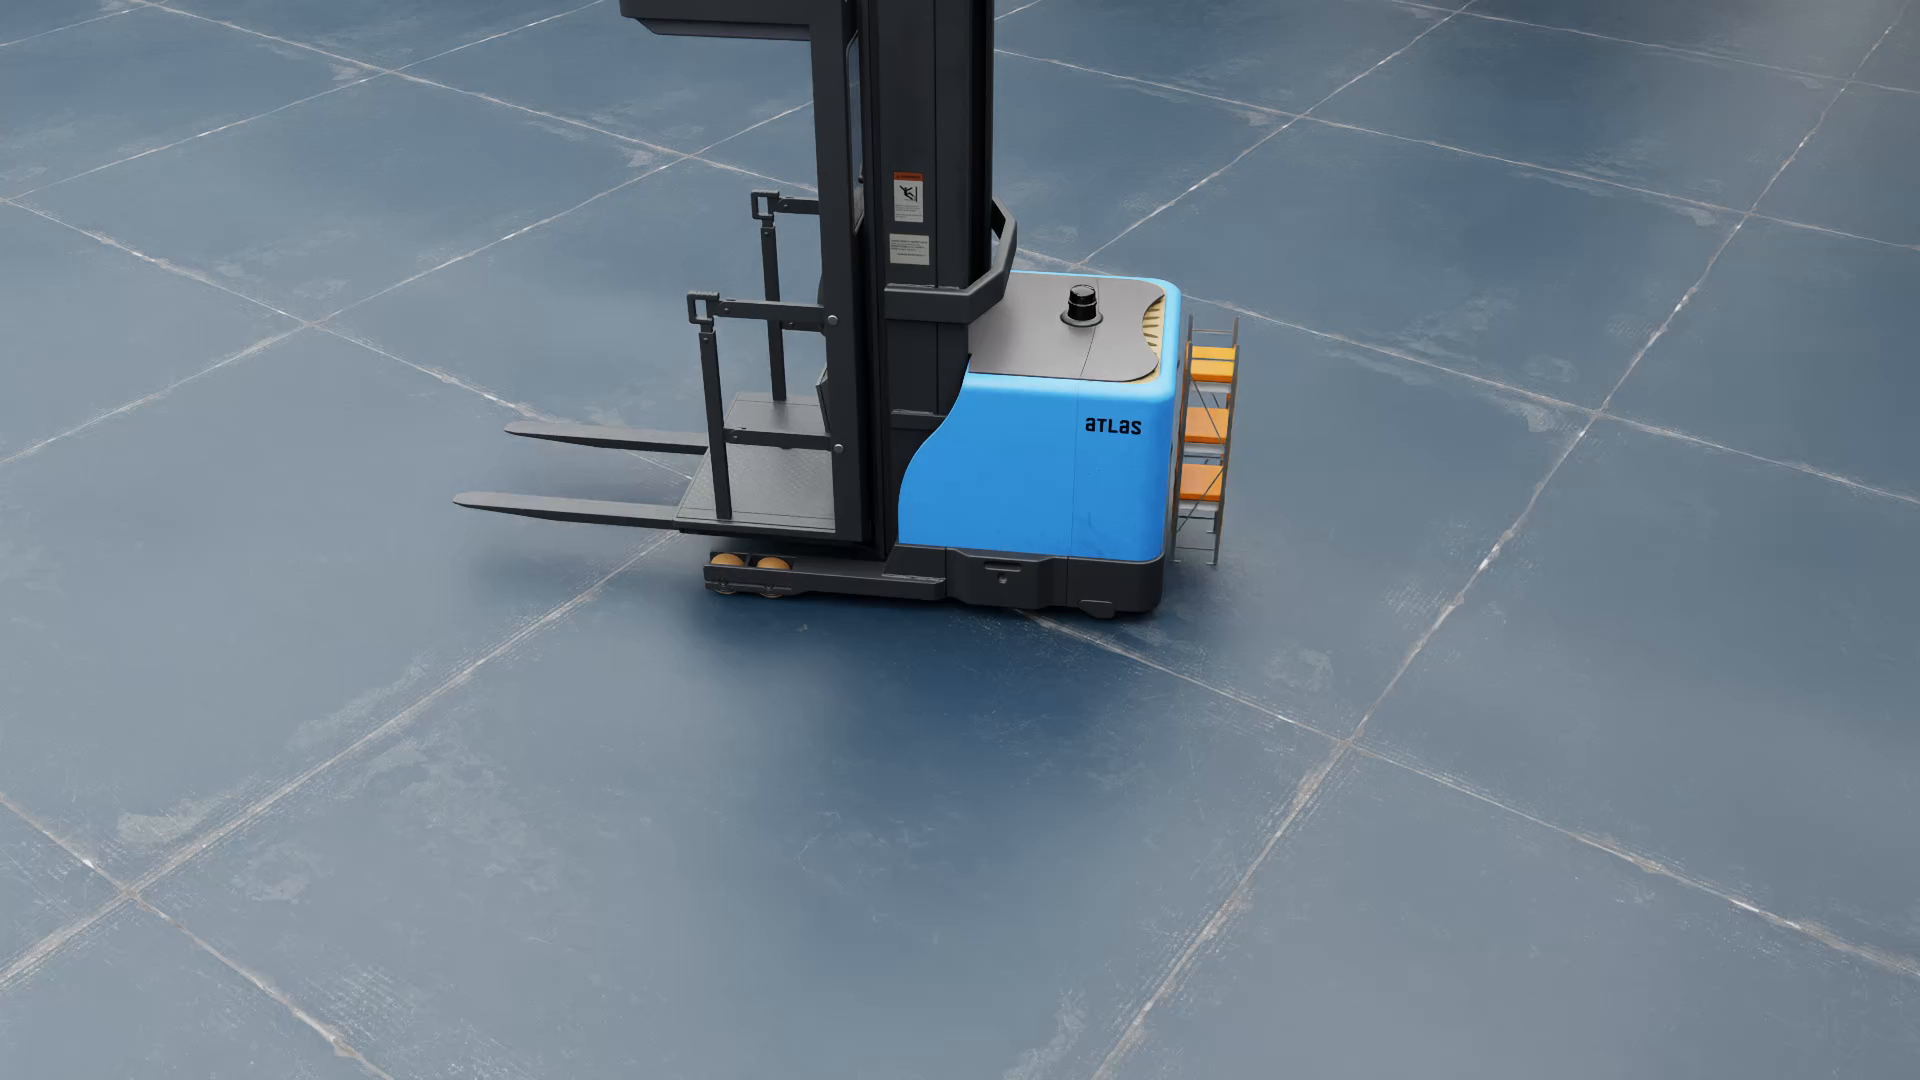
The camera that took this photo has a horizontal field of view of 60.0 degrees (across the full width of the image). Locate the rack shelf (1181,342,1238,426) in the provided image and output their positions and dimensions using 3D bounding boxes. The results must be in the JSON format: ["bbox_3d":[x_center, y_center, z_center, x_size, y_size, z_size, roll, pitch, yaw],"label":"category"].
[{"bbox_3d":[1.012,-0.630,6.757,0.215,0.259,0.240,4,34,6],"label":"rack shelf"}]

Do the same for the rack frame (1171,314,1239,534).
[{"bbox_3d":[1.027,-0.472,7.010,0.200,1.050,0.008,4,34,6],"label":"rack frame"}]

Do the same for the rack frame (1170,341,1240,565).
[{"bbox_3d":[0.998,-0.336,6.810,0.200,1.050,0.008,4,34,6],"label":"rack frame"}]

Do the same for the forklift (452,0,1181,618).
[{"bbox_3d":[-0.625,-1.263,6.501,3.031,2.935,1.130,4,34,7],"label":"forklift"}]

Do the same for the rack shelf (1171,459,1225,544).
[{"bbox_3d":[1.012,-0.165,7.072,0.215,0.259,0.240,4,34,6],"label":"rack shelf"}]

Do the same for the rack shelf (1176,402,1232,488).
[{"bbox_3d":[1.012,-0.395,6.916,0.215,0.259,0.240,4,34,6],"label":"rack shelf"}]

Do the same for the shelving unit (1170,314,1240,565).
[{"bbox_3d":[1.012,-0.404,6.910,0.215,1.050,0.252,4,34,6],"label":"shelving unit"}]
